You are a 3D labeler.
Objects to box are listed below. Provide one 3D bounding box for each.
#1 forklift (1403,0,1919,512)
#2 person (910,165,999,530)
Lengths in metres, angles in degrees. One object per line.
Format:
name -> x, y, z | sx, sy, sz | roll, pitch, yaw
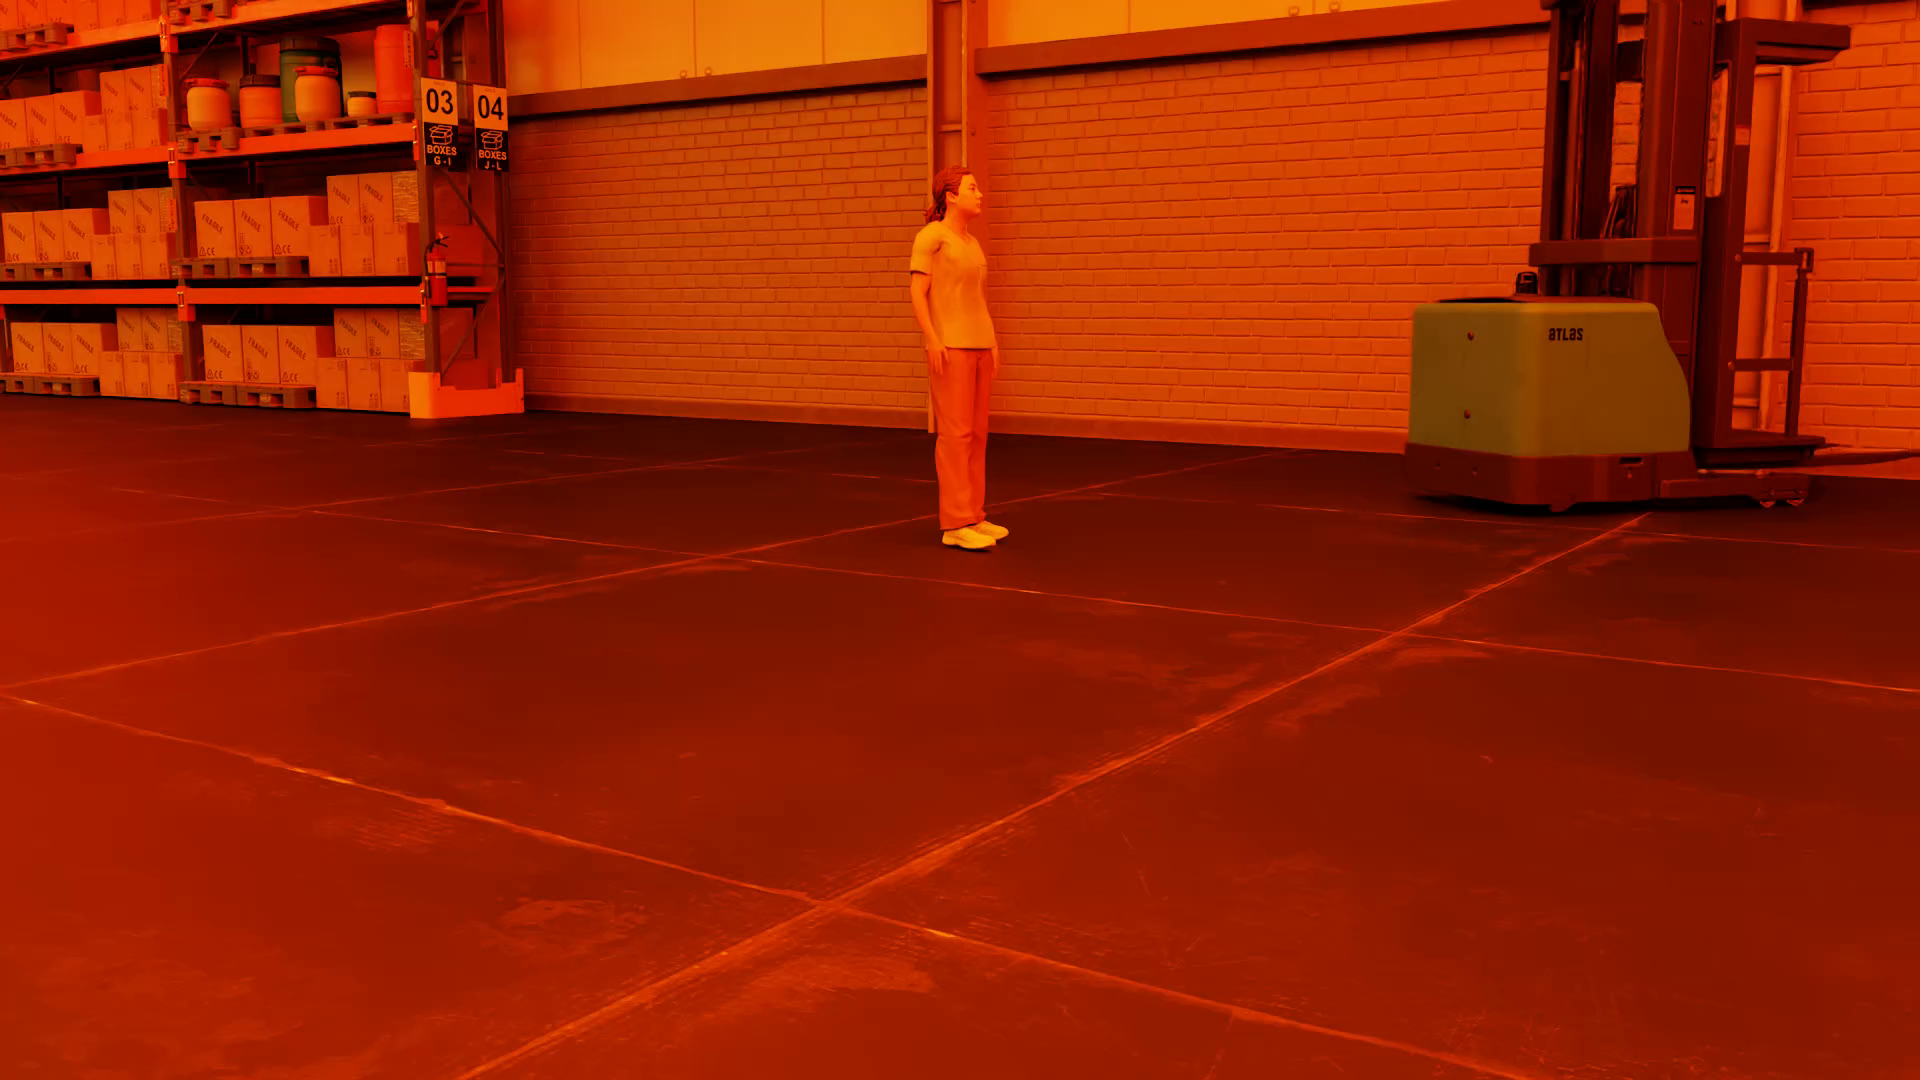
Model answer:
forklift -> 4.026, -1.696, 9.116 | 3.031, 2.935, 1.130 | -3, 9, -21
person -> 0.010, -0.867, 7.470 | 0.426, 1.609, 0.536 | 5, 10, 34
